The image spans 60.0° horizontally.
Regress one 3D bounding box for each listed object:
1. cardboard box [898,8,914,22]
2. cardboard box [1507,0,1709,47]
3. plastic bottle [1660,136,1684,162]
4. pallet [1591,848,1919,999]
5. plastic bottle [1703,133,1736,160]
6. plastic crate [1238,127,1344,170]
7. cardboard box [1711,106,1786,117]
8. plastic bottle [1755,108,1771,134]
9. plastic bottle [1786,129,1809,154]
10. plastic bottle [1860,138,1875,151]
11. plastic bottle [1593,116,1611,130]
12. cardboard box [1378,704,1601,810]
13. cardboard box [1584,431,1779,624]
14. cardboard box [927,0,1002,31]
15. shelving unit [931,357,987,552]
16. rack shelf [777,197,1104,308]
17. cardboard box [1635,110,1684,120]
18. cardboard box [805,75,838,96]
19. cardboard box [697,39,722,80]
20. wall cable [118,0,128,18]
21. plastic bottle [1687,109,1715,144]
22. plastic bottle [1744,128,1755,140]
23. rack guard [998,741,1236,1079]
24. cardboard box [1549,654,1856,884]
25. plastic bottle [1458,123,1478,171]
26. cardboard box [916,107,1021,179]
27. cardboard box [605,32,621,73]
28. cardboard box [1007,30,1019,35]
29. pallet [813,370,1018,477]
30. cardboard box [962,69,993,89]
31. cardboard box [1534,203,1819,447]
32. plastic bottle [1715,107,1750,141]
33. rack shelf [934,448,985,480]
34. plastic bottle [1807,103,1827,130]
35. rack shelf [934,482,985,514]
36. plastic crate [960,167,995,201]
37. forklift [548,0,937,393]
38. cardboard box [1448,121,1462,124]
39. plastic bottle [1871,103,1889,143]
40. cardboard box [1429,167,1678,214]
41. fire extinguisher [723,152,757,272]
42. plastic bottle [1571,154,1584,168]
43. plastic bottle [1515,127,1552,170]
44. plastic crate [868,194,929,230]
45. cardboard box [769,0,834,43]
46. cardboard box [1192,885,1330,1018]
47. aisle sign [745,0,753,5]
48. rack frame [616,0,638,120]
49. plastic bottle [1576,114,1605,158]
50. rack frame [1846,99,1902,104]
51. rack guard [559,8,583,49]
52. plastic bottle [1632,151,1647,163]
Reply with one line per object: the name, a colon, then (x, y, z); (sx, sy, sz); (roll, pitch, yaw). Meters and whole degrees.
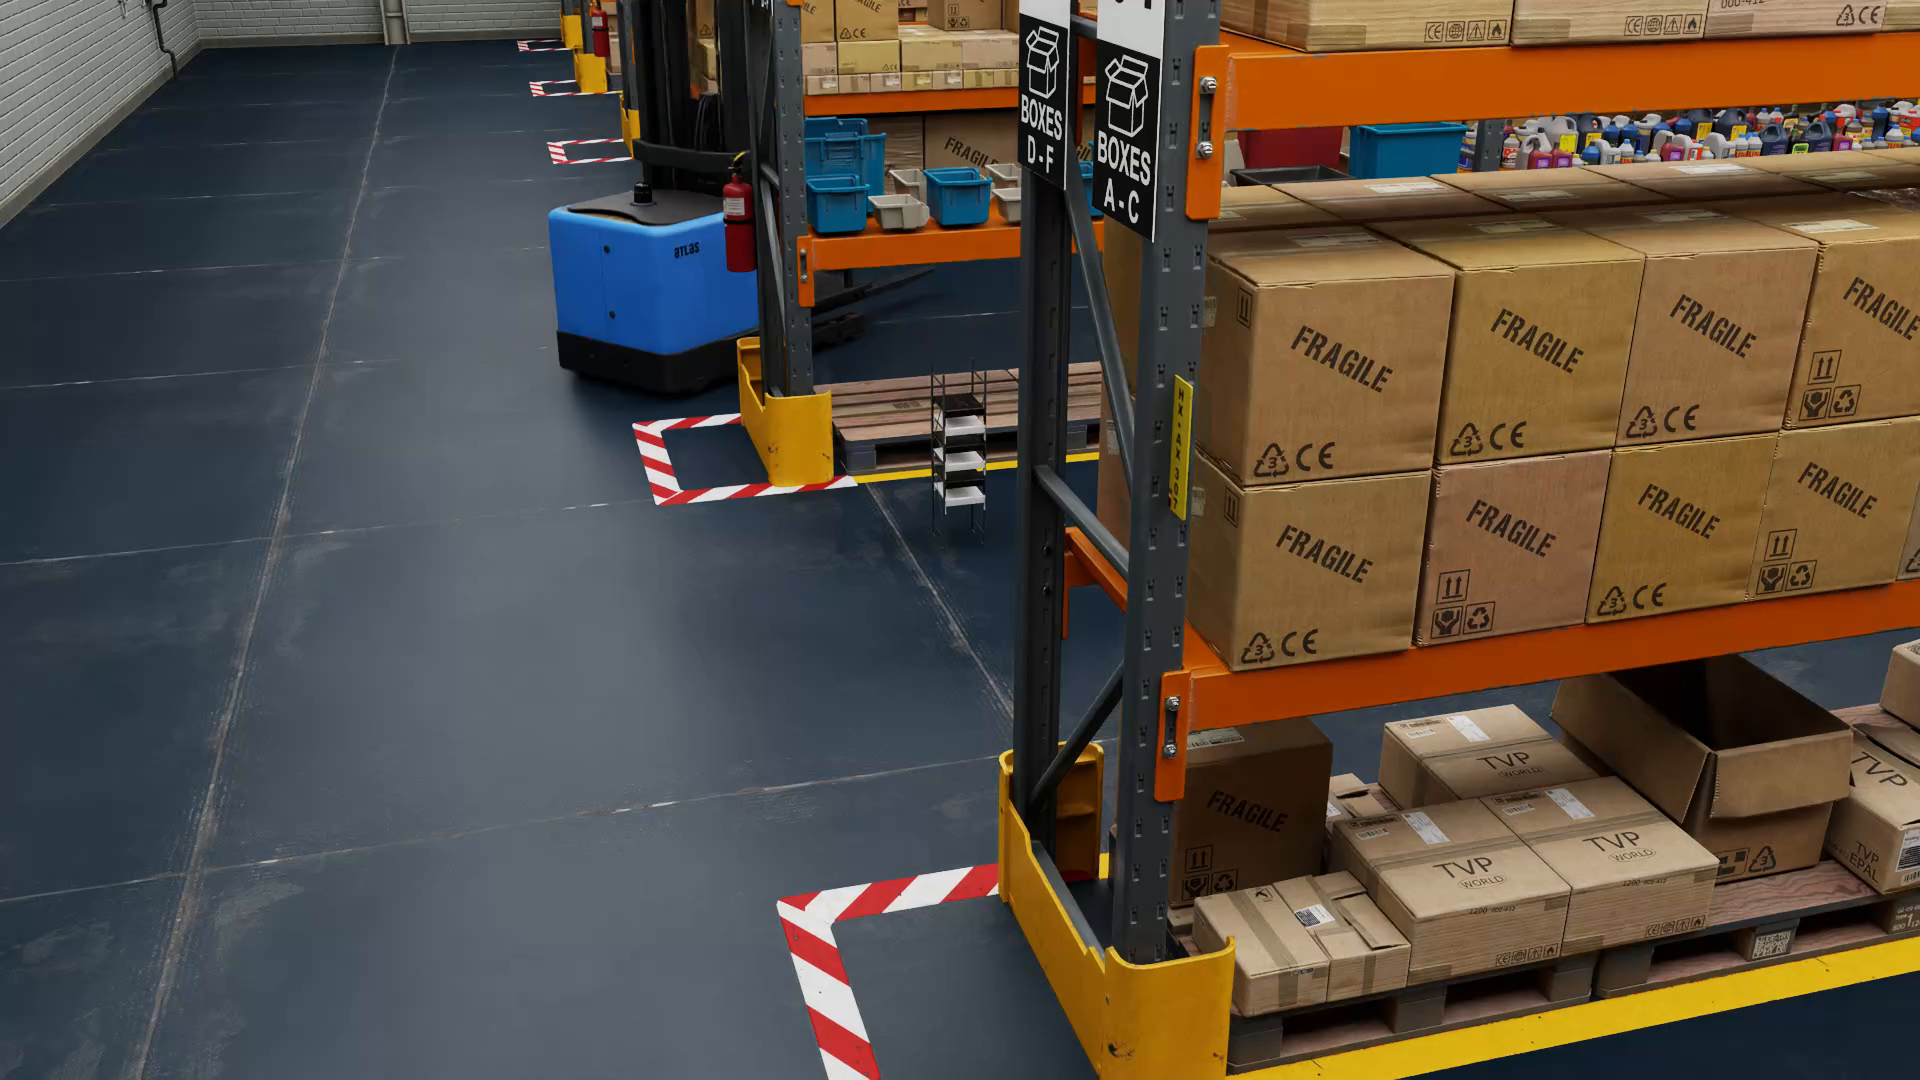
cardboard box: (-0.673, -5.791, 18.261); (0.250, 0.149, 0.380); (-7, 24, -16)
cardboard box: (1.409, -1.337, 3.947); (0.500, 0.250, 0.500); (-6, 24, -14)
plastic bottle: (4.201, -2.246, 9.828); (0.133, 0.283, 0.061); (-6, 24, -14)
pallet: (2.374, 1.039, 5.561); (1.213, 0.211, 1.003); (-6, 24, -14)
plastic bottle: (4.541, -2.299, 9.960); (0.135, 0.276, 0.152); (-6, 24, -14)
plastic crate: (1.950, -2.385, 9.846); (0.583, 0.464, 0.402); (-6, 24, -14)
cardboard box: (7.643, -3.953, 16.271); (0.500, 0.500, 0.700); (-8, 25, -19)
plastic bottle: (5.216, -2.671, 10.834); (0.097, 0.271, 0.097); (0, 23, 0)
plastic bottle: (5.048, -2.339, 10.046); (0.133, 0.283, 0.061); (-6, 24, -14)
plastic bottle: (5.554, -2.365, 10.210); (0.097, 0.201, 0.097); (0, 23, 0)
plastic bottle: (4.007, -2.528, 10.495); (0.135, 0.276, 0.152); (-6, 24, -14)
cardboard box: (1.741, 0.800, 5.512); (0.500, 0.250, 0.500); (-6, 24, -14)
cardboard box: (1.839, -0.123, 4.606); (0.500, 0.500, 0.500); (-6, 24, -15)
cardboard box: (0.034, -4.560, 13.935); (0.500, 0.500, 0.500); (-7, 24, -16)
shelving unit: (-0.008, -0.413, 8.071); (0.210, 0.900, 0.258); (-6, 24, -14)
rack shelf: (0.952, -1.784, 9.516); (4.000, 0.370, 1.077); (-6, 24, -14)
cardboard box: (6.536, -4.175, 15.838); (0.500, 0.250, 0.500); (-4, 23, -8)
cardboard box: (-1.137, -3.663, 13.300); (0.250, 0.149, 0.380); (-7, 24, -15)
cardboard box: (-1.776, -3.798, 13.111); (0.500, 0.250, 0.500); (-7, 24, -16)
wall cable: (-10.411, -7.416, 20.402); (0.123, 1.953, 0.585); (-6, 24, -14)
plastic bottle: (4.735, -2.644, 10.671); (0.185, 0.351, 0.144); (-6, 24, -14)
plastic bottle: (4.809, -2.374, 10.142); (0.097, 0.271, 0.097); (0, 23, 0)
rack guard: (0.434, 1.120, 5.006); (0.348, 0.500, 1.175); (-6, 24, -14)
cardboard box: (2.405, 0.700, 5.421); (0.637, 0.503, 0.797); (-6, 24, -14)
plastic bottle: (3.170, -2.435, 10.279); (0.135, 0.276, 0.152); (-6, 24, -14)
cardboard box: (0.016, -3.289, 14.273); (0.875, 0.875, 0.875); (-6, 24, -14)
cardboard box: (-4.380, -6.668, 22.703); (0.875, 0.438, 0.875); (-7, 24, -16)
cardboard box: (0.688, -4.073, 13.752); (0.500, 0.250, 0.500); (-6, 24, -13)
pallet: (-0.169, -0.693, 9.598); (1.213, 0.211, 1.003); (-6, 24, -14)
cardboard box: (0.098, -3.799, 13.618); (0.250, 0.149, 0.380); (-7, 24, -15)
cardboard box: (1.844, -0.583, 4.410); (0.500, 0.500, 0.500); (-6, 24, -14)
plastic bottle: (4.906, -2.601, 10.570); (0.185, 0.351, 0.144); (-6, 24, -14)
rack shelf: (-0.008, -0.382, 8.084); (0.200, 0.077, 0.258); (-6, 24, -14)
plastic bottle: (5.638, -2.730, 10.957); (0.133, 0.283, 0.061); (-6, 24, -14)
rack shelf: (-0.008, -0.217, 8.155); (0.200, 0.077, 0.258); (-6, 24, -14)
plastic crate: (0.046, -1.989, 9.340); (0.243, 0.136, 0.396); (-6, 24, -14)
forklift: (-1.316, -2.771, 10.991); (1.130, 2.935, 3.031); (16, 28, 32)
cardboard box: (3.861, -3.693, 15.215); (0.875, 0.875, 1.225); (-6, 24, -14)
plastic bottle: (6.106, -2.769, 11.063); (0.097, 0.271, 0.097); (0, 23, 0)
cardboard box: (1.699, -0.789, 4.890); (0.500, 0.500, 0.500); (-6, 24, -13)
fire extinguisher: (-1.241, -1.851, 9.331); (0.183, 0.674, 0.296); (-6, 24, -14)
plastic bottle: (3.581, -2.147, 9.701); (0.097, 0.201, 0.097); (0, 23, 0)
plastic bottle: (3.343, -2.224, 9.691); (0.185, 0.351, 0.144); (-6, 24, -14)
plastic crate: (-0.316, -1.712, 8.694); (0.298, 0.136, 0.250); (-6, 24, -14)
cardboard box: (-1.295, -4.196, 13.088); (0.500, 0.500, 0.500); (-7, 24, -16)
cardboard box: (0.857, 1.173, 4.769); (0.250, 0.149, 0.380); (-6, 24, -14)
aisle sign: (-1.122, -3.200, 8.606); (0.004, 0.787, 0.394); (-6, 24, -14)
rack frame: (-3.554, -5.676, 17.674); (0.127, 3.000, 1.000); (-6, 24, -14)
plastic bottle: (3.891, -2.492, 10.316); (0.185, 0.351, 0.144); (-6, 24, -14)
rack frame: (9.243, -5.060, 16.239); (0.127, 3.000, 1.000); (-6, 24, -14)
rack guard: (-6.259, -8.288, 26.931); (0.348, 0.500, 1.175); (-6, 24, -14)
plastic bottle: (3.992, -2.192, 9.807); (0.097, 0.201, 0.097); (0, 23, 0)
